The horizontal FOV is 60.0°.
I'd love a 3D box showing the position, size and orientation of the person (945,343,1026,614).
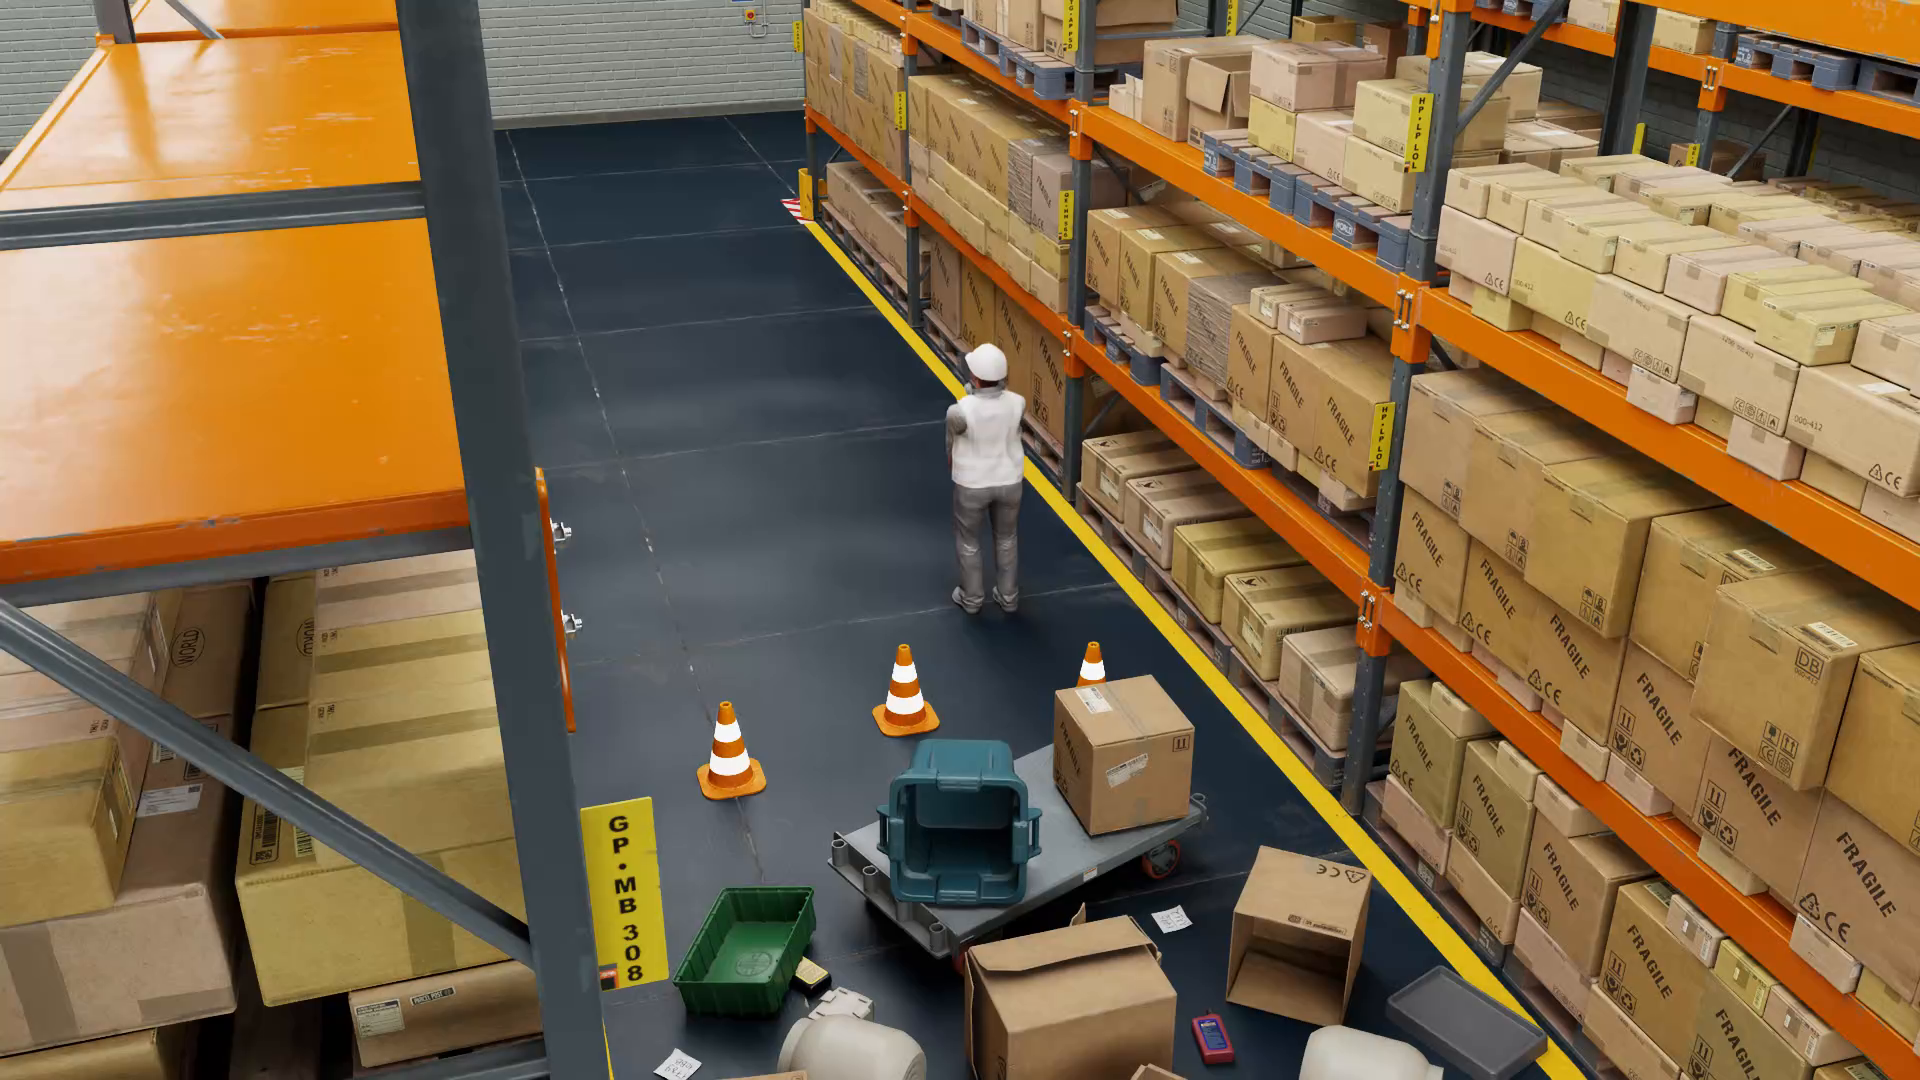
[{"bbox_3d":[0.125,-0.399,10.155,0.494,1.767,0.545,-8,27,-15],"label":"person"}]
